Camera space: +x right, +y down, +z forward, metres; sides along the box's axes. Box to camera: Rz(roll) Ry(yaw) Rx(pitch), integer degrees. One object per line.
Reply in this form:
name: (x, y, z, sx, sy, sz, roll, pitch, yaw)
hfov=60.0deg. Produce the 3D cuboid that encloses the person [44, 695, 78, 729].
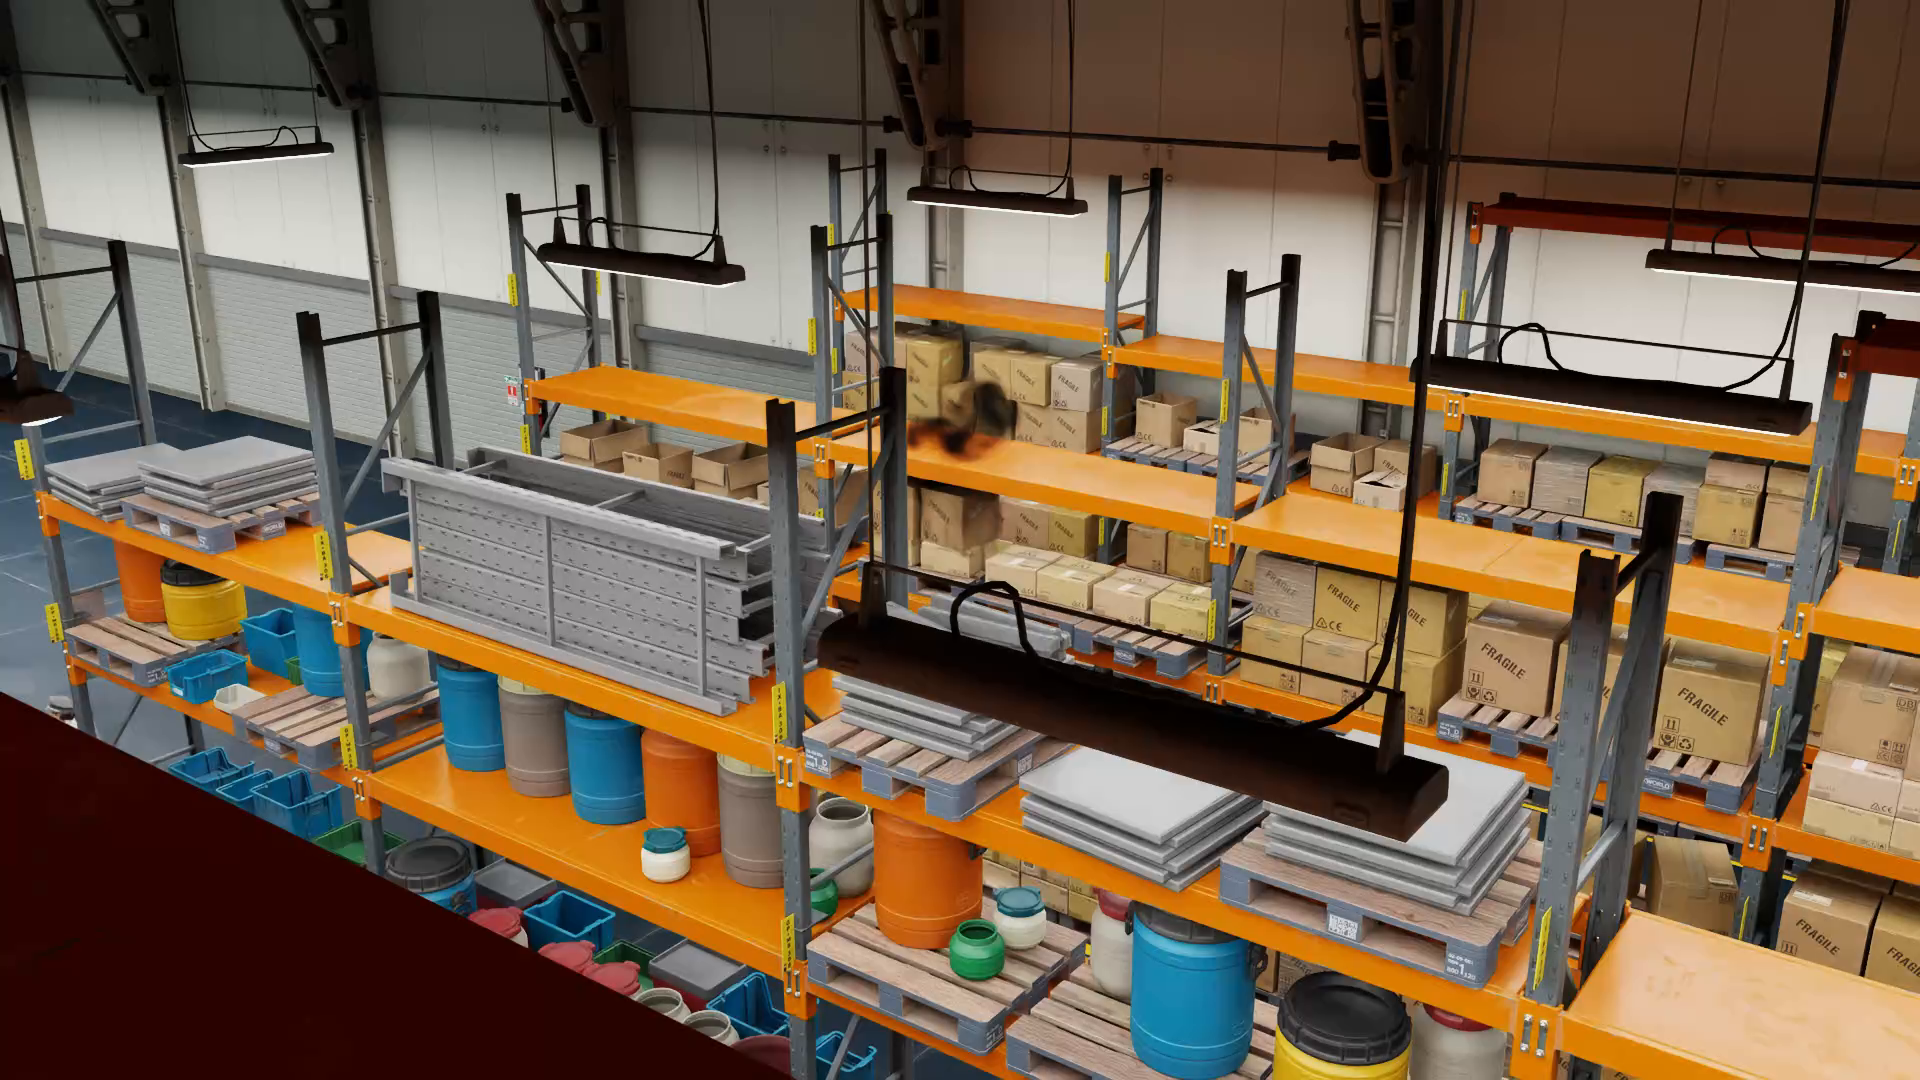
person: (-8.329, 2.259, 15.733, 0.877, 1.709, 0.639, -3, 19, -8)
